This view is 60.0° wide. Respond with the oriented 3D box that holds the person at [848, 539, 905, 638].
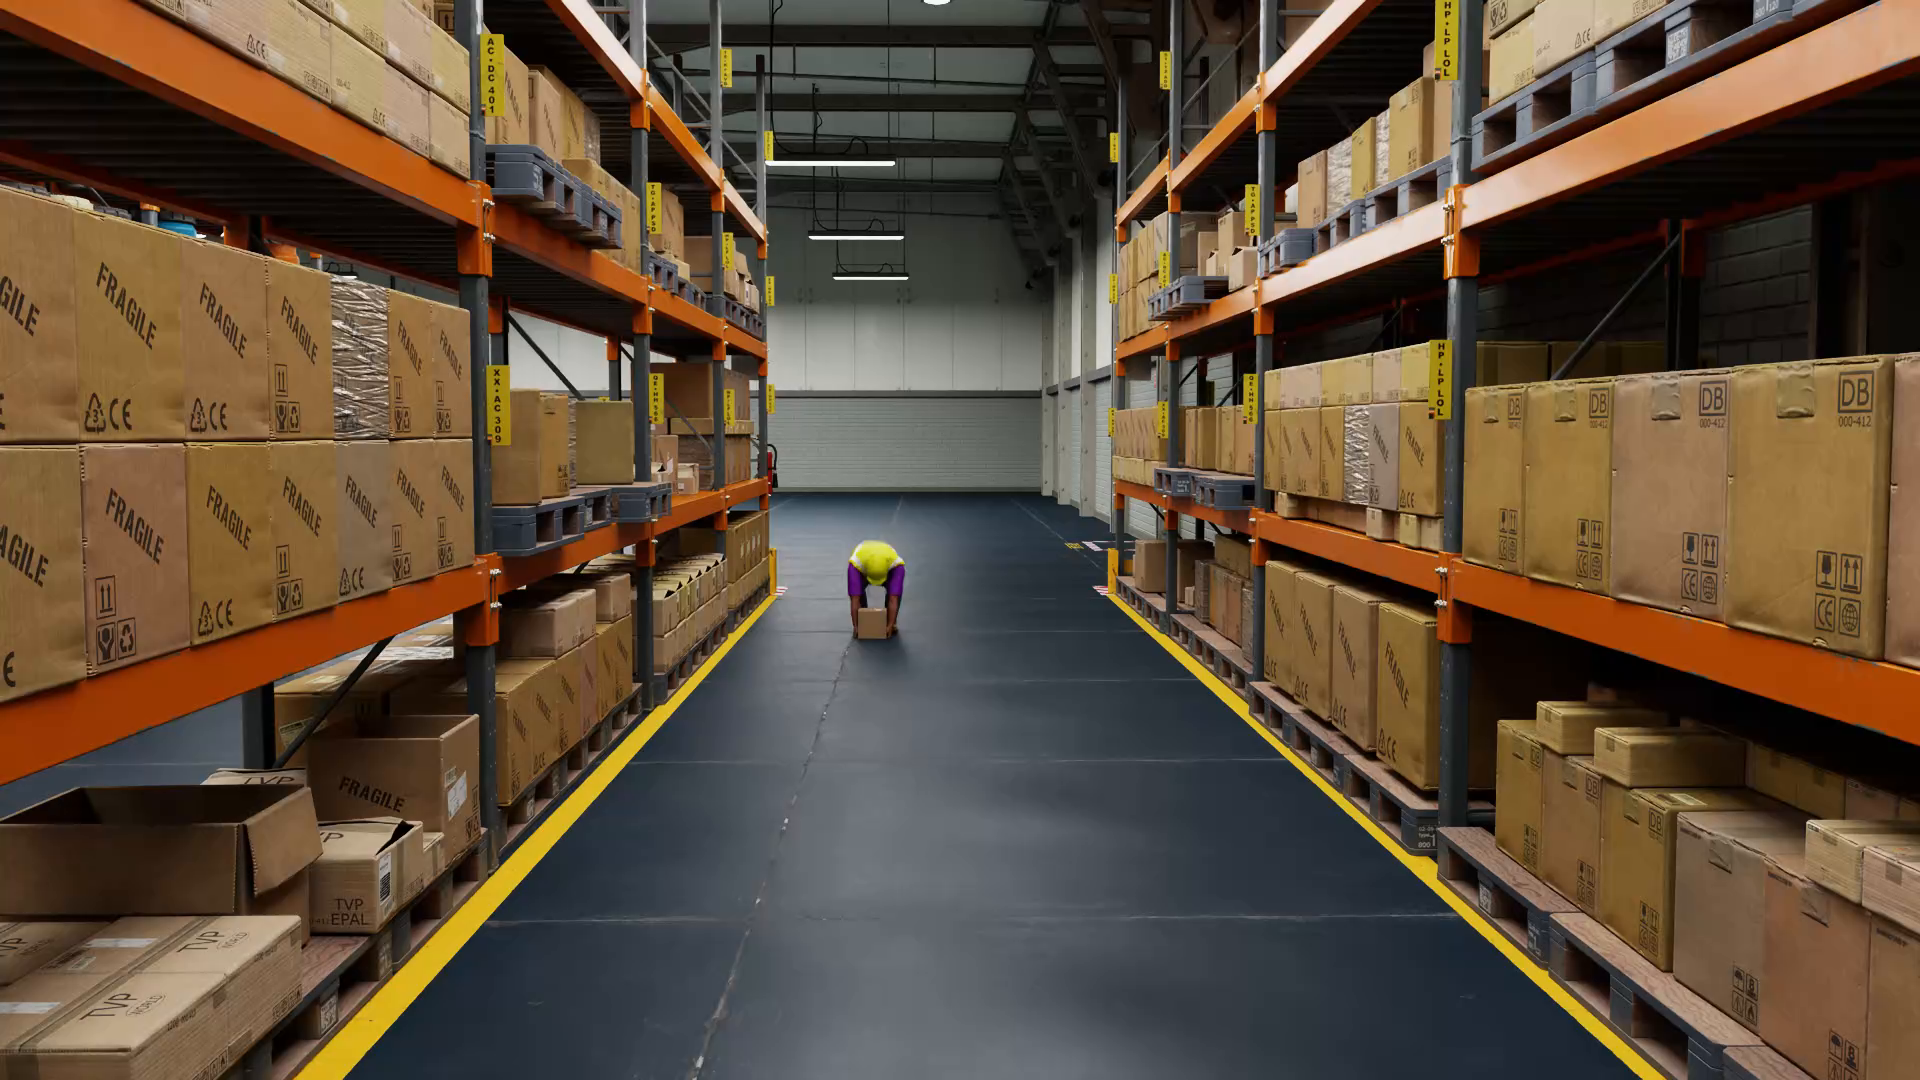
[{"bbox_3d":[-0.759,0.438,15.062,0.511,0.864,0.980,0,4,-3],"label":"person"}]
